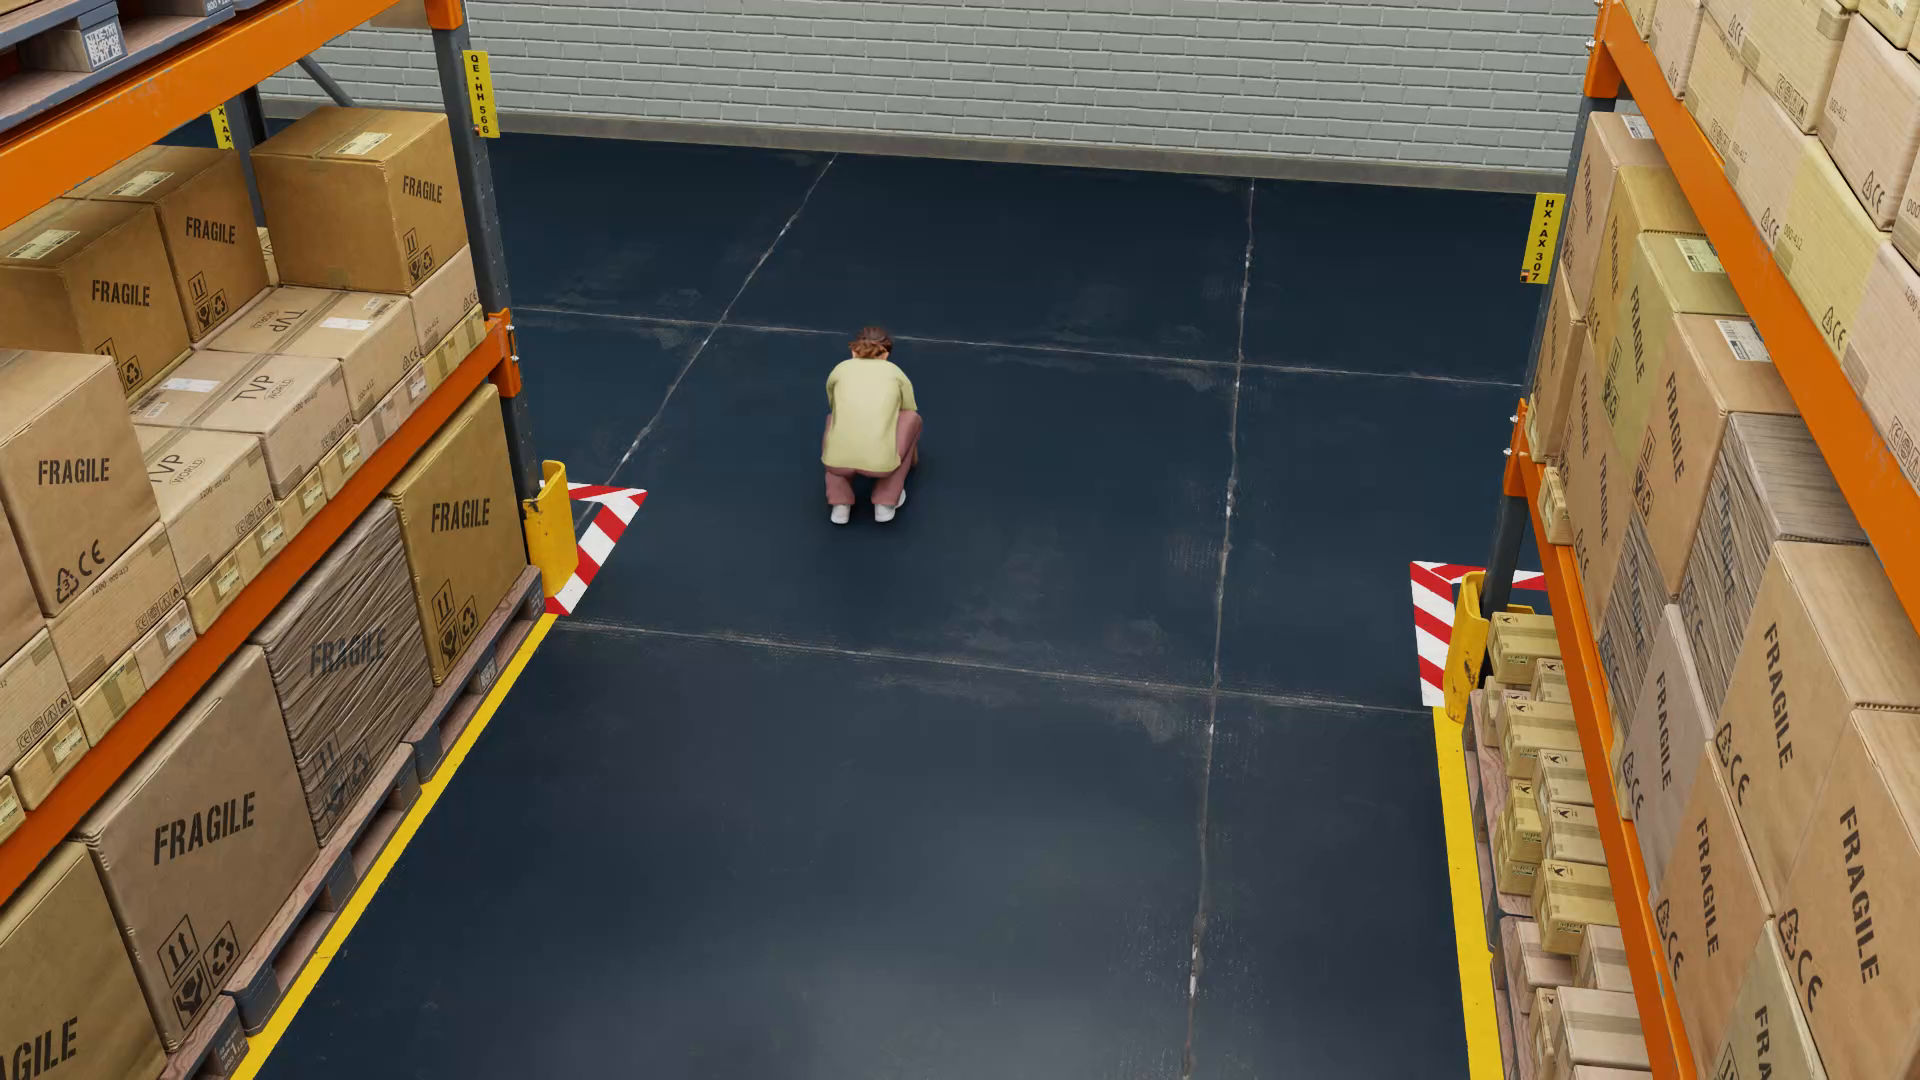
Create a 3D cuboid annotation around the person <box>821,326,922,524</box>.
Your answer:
[{"bbox_3d":[-0.430,-0.516,7.849,0.468,0.803,0.825,5,33,8],"label":"person"}]
